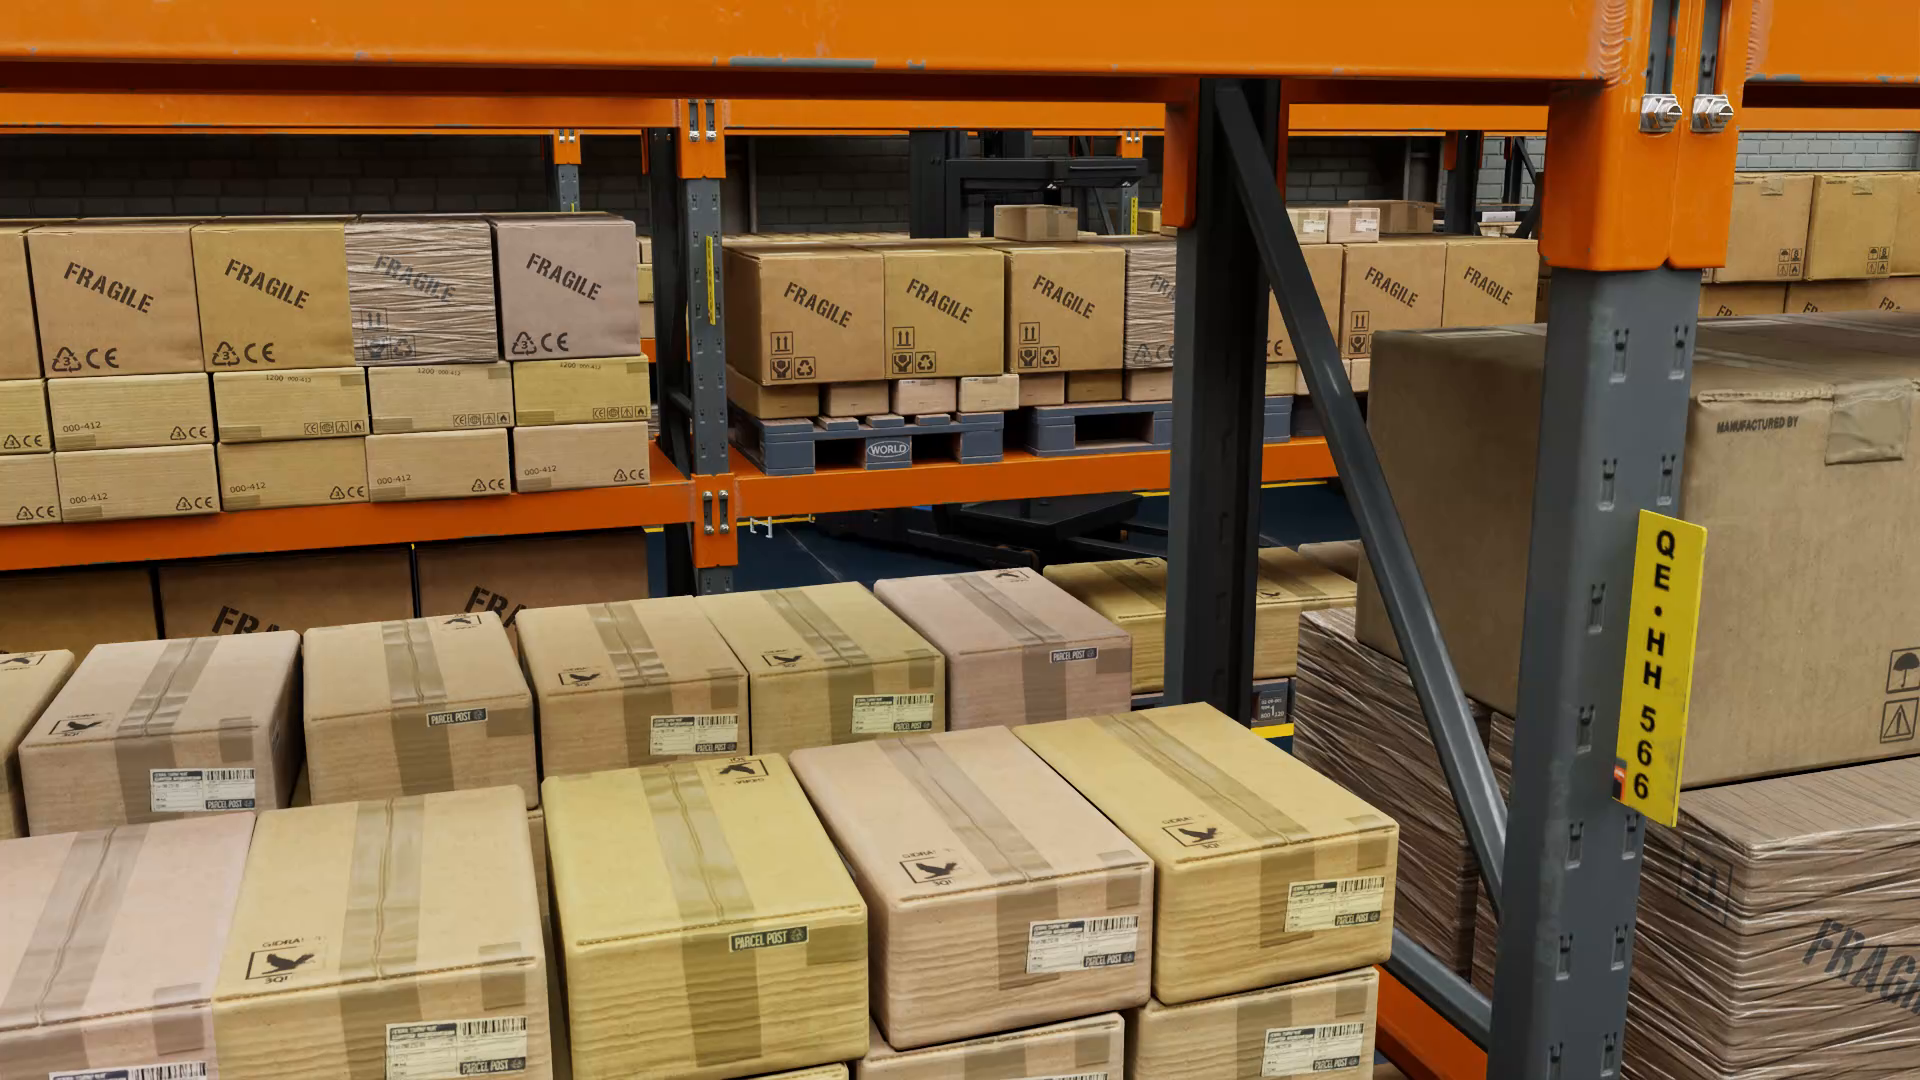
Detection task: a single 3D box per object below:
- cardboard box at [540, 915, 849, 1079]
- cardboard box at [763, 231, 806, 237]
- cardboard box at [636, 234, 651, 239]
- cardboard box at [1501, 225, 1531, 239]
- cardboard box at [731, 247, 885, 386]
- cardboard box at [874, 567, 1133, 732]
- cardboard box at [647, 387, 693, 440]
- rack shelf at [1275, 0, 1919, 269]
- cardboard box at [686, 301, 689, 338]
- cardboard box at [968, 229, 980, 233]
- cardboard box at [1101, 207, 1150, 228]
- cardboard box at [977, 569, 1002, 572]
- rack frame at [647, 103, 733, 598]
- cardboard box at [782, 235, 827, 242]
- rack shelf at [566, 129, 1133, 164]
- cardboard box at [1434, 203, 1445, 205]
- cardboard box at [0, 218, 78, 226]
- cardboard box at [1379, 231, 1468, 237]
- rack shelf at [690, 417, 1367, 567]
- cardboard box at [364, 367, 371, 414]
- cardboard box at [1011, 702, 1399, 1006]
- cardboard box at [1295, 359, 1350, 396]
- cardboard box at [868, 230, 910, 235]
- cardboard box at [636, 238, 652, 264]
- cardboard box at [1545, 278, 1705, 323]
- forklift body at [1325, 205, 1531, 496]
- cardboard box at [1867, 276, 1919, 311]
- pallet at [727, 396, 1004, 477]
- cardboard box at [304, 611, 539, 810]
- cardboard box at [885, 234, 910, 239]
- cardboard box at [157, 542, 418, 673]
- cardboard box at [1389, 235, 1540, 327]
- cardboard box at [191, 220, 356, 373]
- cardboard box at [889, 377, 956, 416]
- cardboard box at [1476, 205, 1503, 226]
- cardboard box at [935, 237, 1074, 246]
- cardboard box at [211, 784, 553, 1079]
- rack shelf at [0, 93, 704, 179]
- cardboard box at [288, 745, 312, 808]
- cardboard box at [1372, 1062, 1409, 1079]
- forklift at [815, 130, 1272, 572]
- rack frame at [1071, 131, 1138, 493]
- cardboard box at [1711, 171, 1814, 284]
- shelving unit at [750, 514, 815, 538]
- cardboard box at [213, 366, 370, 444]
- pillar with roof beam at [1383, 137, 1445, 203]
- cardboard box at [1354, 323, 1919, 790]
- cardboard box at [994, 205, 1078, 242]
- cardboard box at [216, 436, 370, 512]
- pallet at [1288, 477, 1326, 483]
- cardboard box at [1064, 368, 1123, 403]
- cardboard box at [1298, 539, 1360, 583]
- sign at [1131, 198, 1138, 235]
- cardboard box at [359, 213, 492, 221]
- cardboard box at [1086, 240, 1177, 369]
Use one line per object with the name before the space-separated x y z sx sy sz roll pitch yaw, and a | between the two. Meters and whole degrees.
cardboard box | -0.270 0.492 1.587 0.250 0.149 0.380 -4 14 -17
cardboard box | -1.293 -2.179 12.204 0.250 0.149 0.380 -5 14 -19
cardboard box | -2.251 -2.101 11.876 0.250 0.149 0.380 -4 14 -17
cardboard box | 4.403 -2.467 13.414 0.250 0.149 0.380 -4 14 -17
cardboard box | -0.620 -0.916 6.747 0.500 0.500 0.500 -5 14 -20
cardboard box | 0.050 0.162 2.328 0.250 0.149 0.380 -4 14 -18
cardboard box | -2.112 -0.717 11.898 0.625 0.625 0.875 -4 14 -16
rack shelf | 2.449 -0.715 2.739 4.000 0.370 1.077 -4 14 -18
cardboard box | -1.730 -1.567 11.572 0.500 0.250 0.500 -5 14 -19
cardboard box | 0.174 -2.279 12.622 0.250 0.149 0.380 -4 14 -18
cardboard box | 1.290 -2.519 12.988 0.250 0.149 0.380 -4 14 -18
cardboard box | 0.115 0.442 7.573 0.625 0.372 0.950 -5 14 -19
rack frame | -1.121 -0.536 6.915 0.127 3.000 1.000 -4 14 -18
cardboard box | -1.091 -2.045 11.641 0.250 0.149 0.380 -4 14 -17
rack shelf | -0.812 -2.882 11.847 4.000 0.370 1.077 -4 14 -18
cardboard box | 3.984 -2.712 13.800 0.250 0.149 0.380 -4 14 -17
cardboard box | -3.594 -0.937 6.223 0.500 0.500 0.500 -4 14 -16
cardboard box | 2.135 -1.257 8.180 0.500 0.500 0.500 -4 14 -17
rack shelf | 0.775 -0.334 7.619 4.000 0.370 1.077 -4 14 -18
cardboard box | -2.170 -0.685 6.786 0.500 0.250 0.500 -4 14 -17
cardboard box | 0.236 0.307 1.719 0.250 0.149 0.380 -5 14 -20
cardboard box | 1.542 -0.753 7.461 0.250 0.149 0.380 -4 14 -18
cardboard box | -0.543 -2.223 12.387 0.250 0.149 0.380 -5 14 -18
cardboard box | -2.059 -1.968 11.315 0.250 0.149 0.380 -4 14 -17
cardboard box | 3.176 -0.996 7.990 0.500 0.500 0.500 -4 14 -18
forklift body | 3.660 -1.262 11.801 1.214 2.155 2.313 -4 14 -18
cardboard box | 4.597 -1.114 8.486 0.500 0.500 0.500 -4 14 -17
pallet | -0.479 -0.519 7.257 1.003 0.211 1.213 -4 14 -18
cardboard box | -0.685 0.219 2.090 0.250 0.149 0.380 -5 14 -20
cardboard box | -0.371 -2.109 11.911 0.250 0.149 0.380 -4 14 -18
cardboard box | -2.648 0.391 6.702 0.875 0.875 0.875 -4 14 -17
cardboard box | 2.306 -1.145 7.707 0.500 0.500 0.500 -5 14 -19
cardboard box | -2.484 -0.901 6.071 0.500 0.500 0.500 -4 14 -18
cardboard box | -0.201 -0.625 6.924 0.250 0.149 0.380 -5 14 -22
cardboard box | 4.139 -2.601 13.335 0.250 0.149 0.380 -4 14 -17
cardboard box | 0.186 -1.106 7.546 0.500 0.500 0.500 -5 14 -22
cardboard box | -0.503 0.365 1.476 0.250 0.149 0.380 -4 14 -16
rack shelf | -3.016 -1.498 6.031 4.000 0.370 1.077 -4 14 -18
cardboard box | -0.715 0.366 2.113 0.250 0.149 0.380 -4 14 -18
cardboard box | 1.160 1.407 2.700 0.750 0.750 1.050 -5 14 -19
forklift | 0.491 -1.337 10.431 3.031 2.935 1.130 10 17 37
rack frame | 1.084 -1.920 12.732 0.127 3.000 1.000 -4 14 -18
cardboard box | 3.648 -1.529 8.069 0.500 0.500 0.700 -4 14 -18
shelving unit | -1.163 -0.656 11.307 0.503 1.200 0.258 -11 17 -39
cardboard box | -2.462 -0.534 6.150 0.500 0.250 0.500 -5 14 -20
pillar with roof beam | 5.301 -4.336 9.924 0.400 9.000 9.100 -4 14 -18
cardboard box | 0.983 -0.024 2.385 0.500 0.500 0.700 -5 14 -18
cardboard box | 0.340 -1.432 7.513 0.250 0.149 0.380 -5 14 -21
cardboard box | -2.479 -0.294 6.222 0.500 0.250 0.500 -5 14 -19
pallet | 3.009 -0.704 13.645 1.213 0.211 1.003 -4 14 -18
cardboard box | 0.526 -0.705 7.261 0.250 0.149 0.380 -4 14 -16
cardboard box | 2.174 0.282 8.247 0.625 0.372 0.950 -4 14 -17
sign | 1.266 -2.326 12.110 0.005 0.325 0.100 -4 14 -18
cardboard box | -2.133 -1.050 6.697 0.500 0.500 0.500 -4 14 -18
cardboard box | 0.849 -1.032 7.234 0.500 0.500 0.500 -5 14 -20
